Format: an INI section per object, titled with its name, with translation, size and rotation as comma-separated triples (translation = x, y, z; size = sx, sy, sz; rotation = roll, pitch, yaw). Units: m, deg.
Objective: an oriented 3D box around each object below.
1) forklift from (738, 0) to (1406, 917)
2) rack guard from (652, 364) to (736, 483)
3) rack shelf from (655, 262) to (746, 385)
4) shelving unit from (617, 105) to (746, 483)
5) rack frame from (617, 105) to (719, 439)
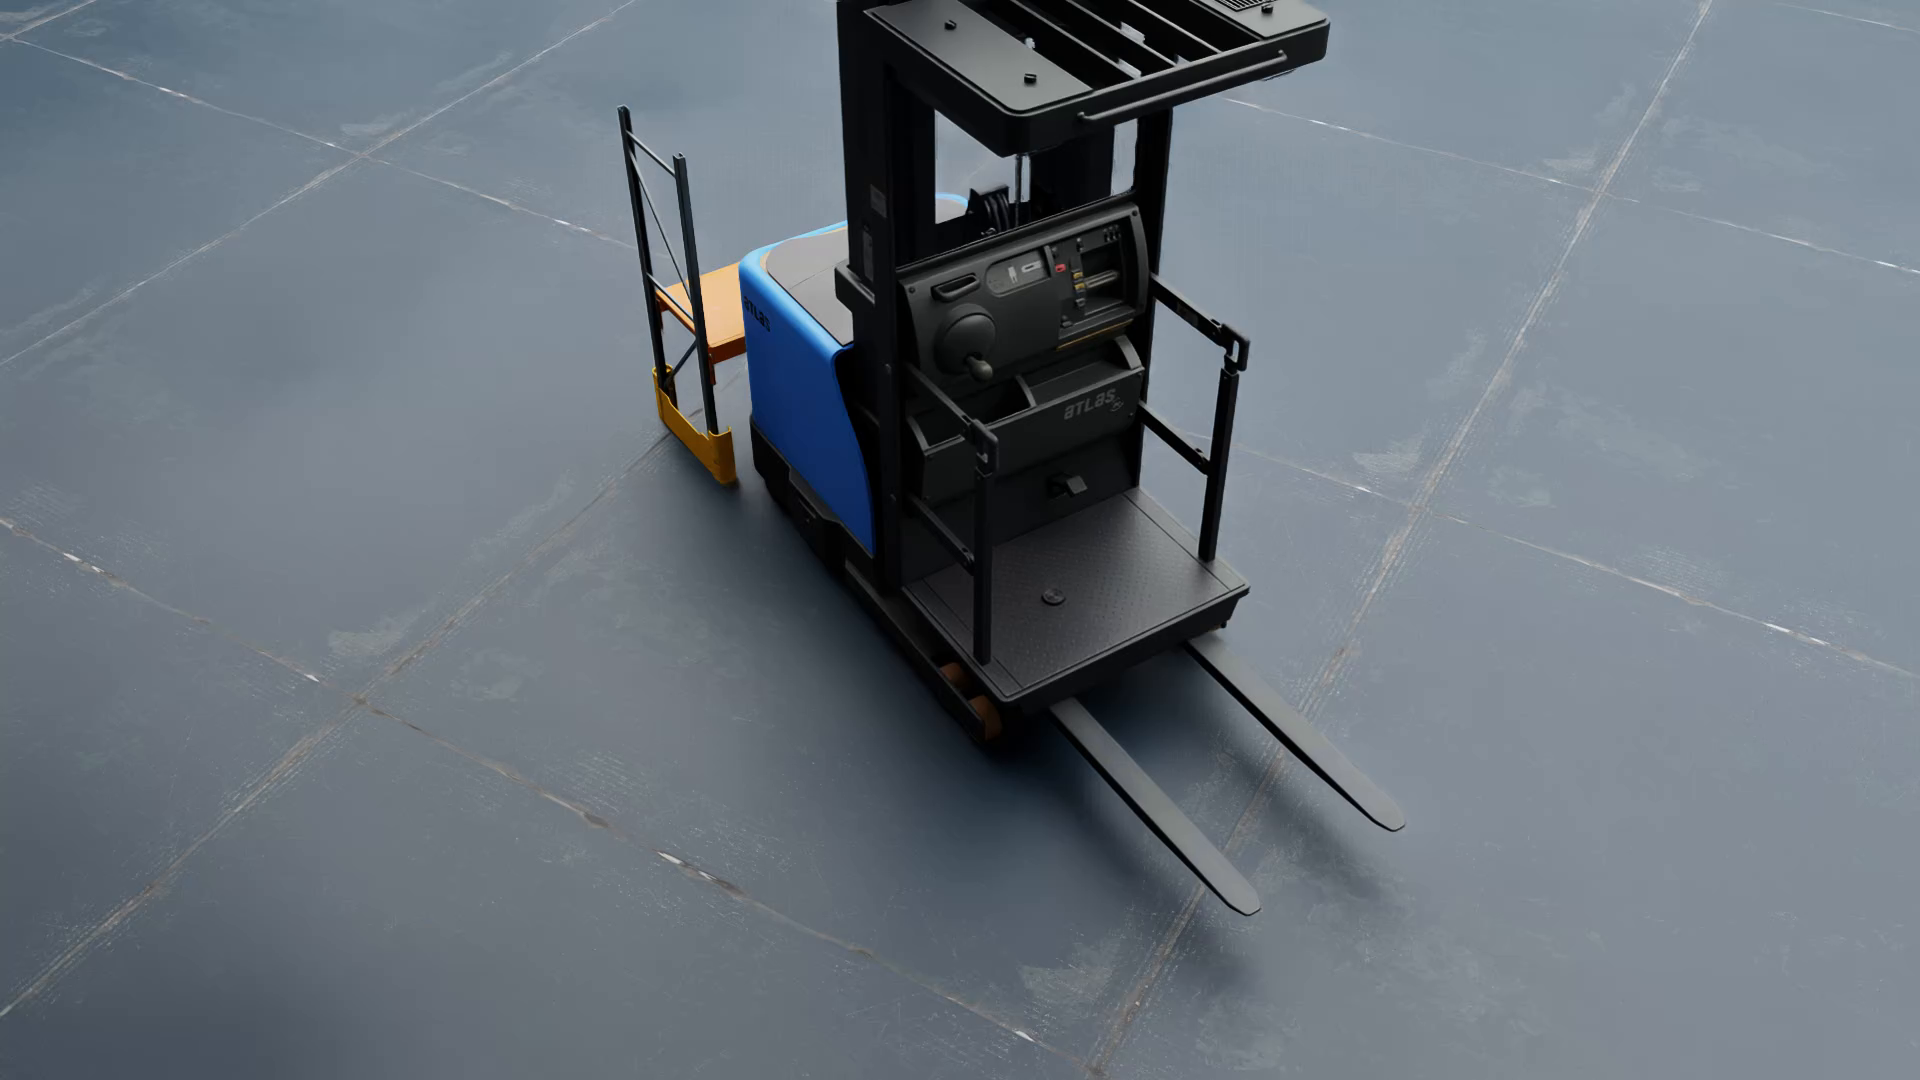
[forklift]
translation = 0.348, -0.739, 5.372
size = 1.130, 2.935, 3.031
rotation = -23, 46, -24
[rack guard]
translation = -1.141, -0.504, 7.133
size = 0.087, 0.250, 0.587
rotation = -25, 47, -25
[rack shelf]
translation = -0.740, -1.022, 7.048
size = 1.000, 0.185, 0.538
rotation = -25, 47, -25
[shelving unit]
translation = -0.732, -1.161, 6.933
size = 1.083, 1.500, 0.587
rotation = -25, 47, -25
[rack frame]
translation = -1.157, -0.966, 6.712
size = 0.032, 1.500, 0.500
rotation = -25, 47, -25
